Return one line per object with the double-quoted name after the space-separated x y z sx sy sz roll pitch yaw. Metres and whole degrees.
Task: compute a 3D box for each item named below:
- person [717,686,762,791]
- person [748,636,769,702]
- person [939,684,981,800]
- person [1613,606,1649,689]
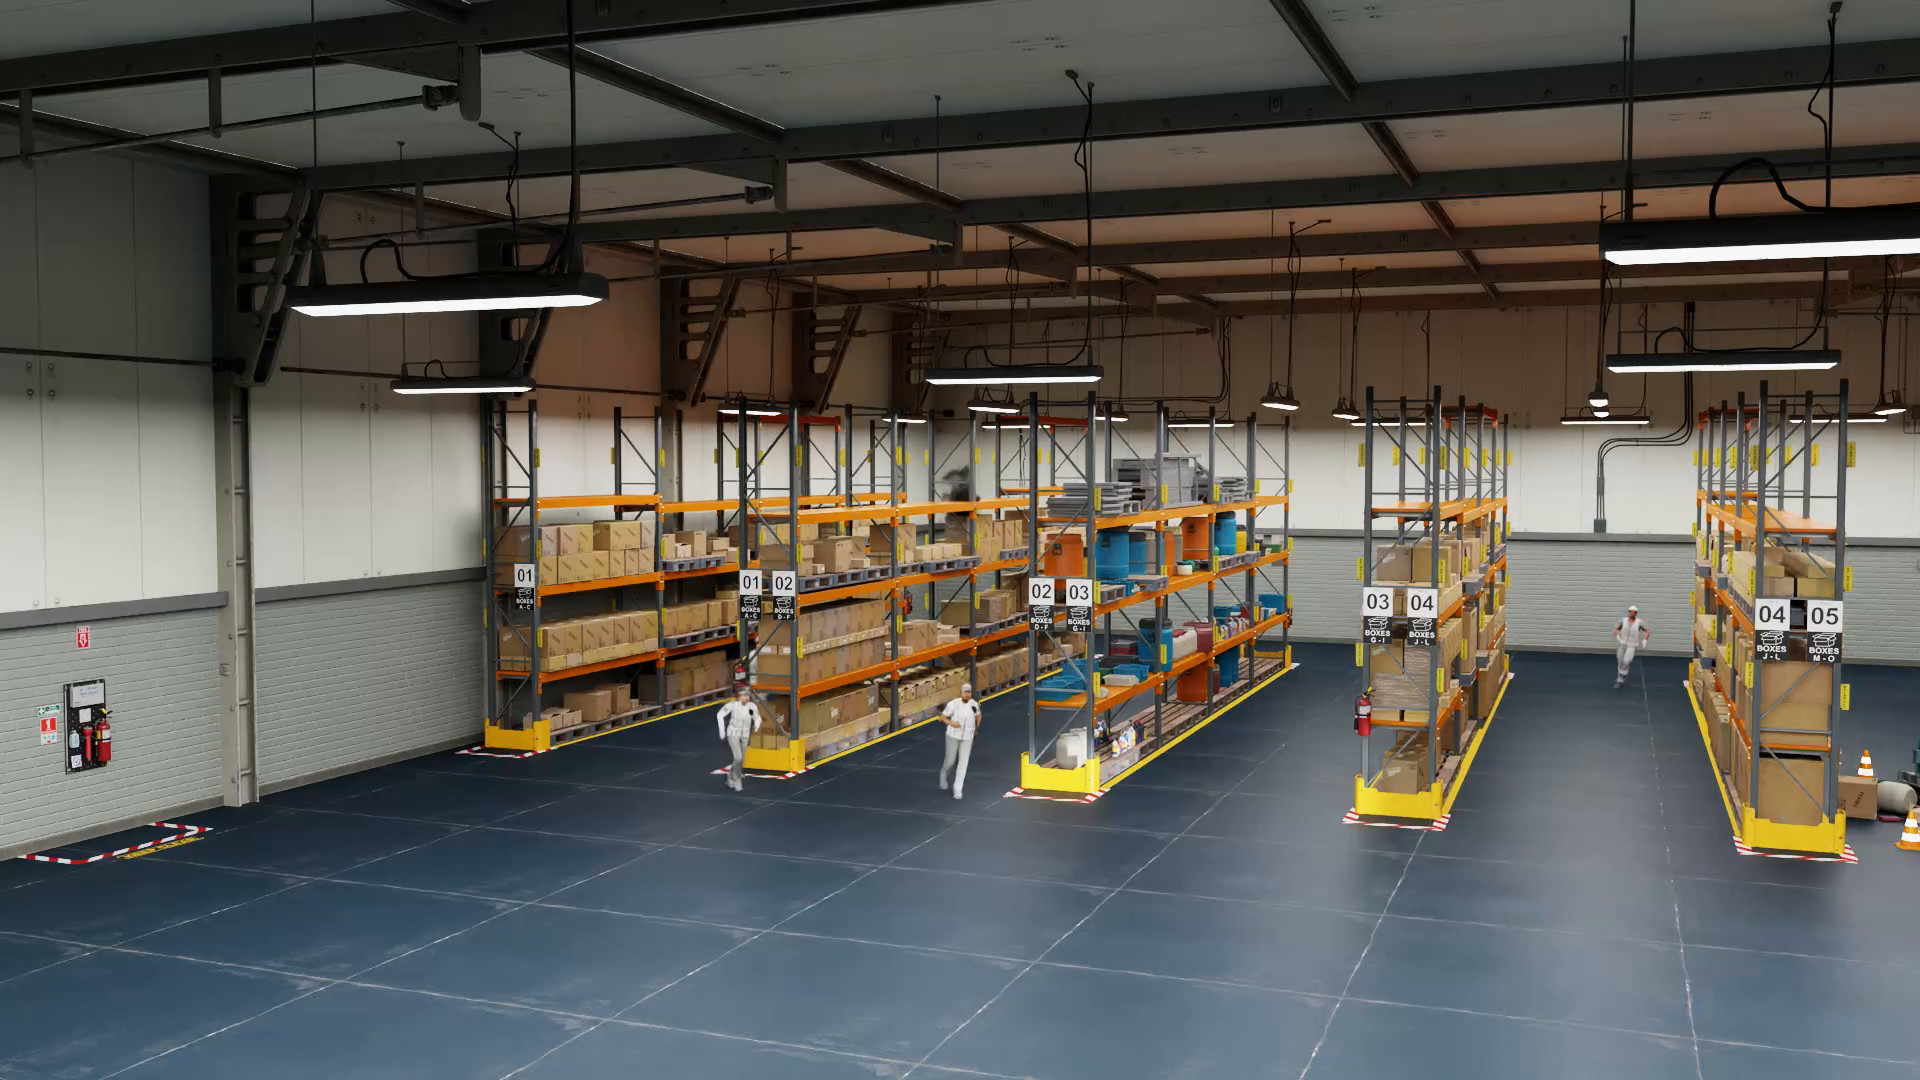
-3.310 2.983 25.066 0.638 1.619 0.774 -2 3 -31 "person"
-3.584 2.616 29.872 0.672 1.814 0.903 1 3 22 "person"
0.029 2.958 24.723 0.632 1.668 0.845 -1 3 -10 "person"
14.563 2.325 36.226 0.727 1.793 0.897 2 4 38 "person"
